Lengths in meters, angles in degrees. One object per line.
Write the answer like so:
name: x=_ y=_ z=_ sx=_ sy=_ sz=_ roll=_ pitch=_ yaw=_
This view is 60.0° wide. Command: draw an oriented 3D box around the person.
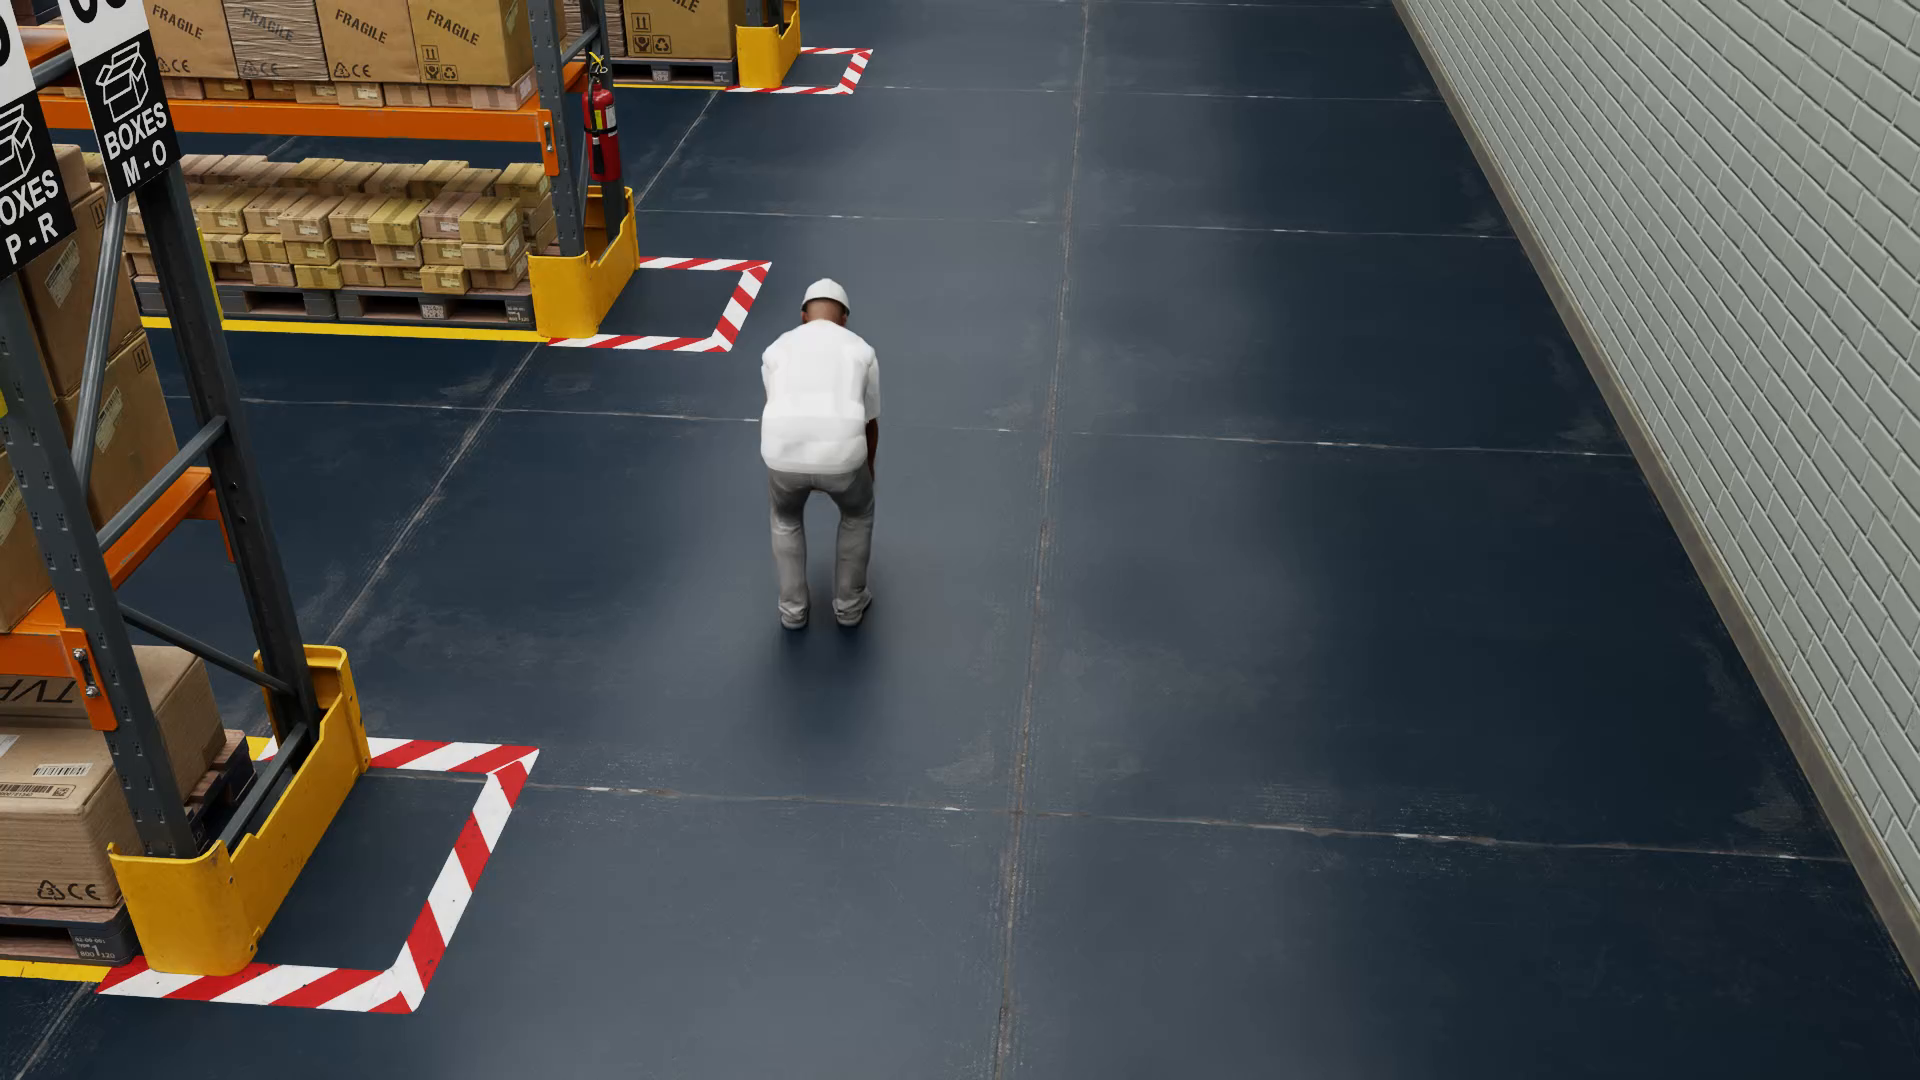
person: x=-0.587 y=-0.351 z=7.079 sx=0.491 sy=1.342 sz=0.912 roll=1 pitch=32 yaw=2
